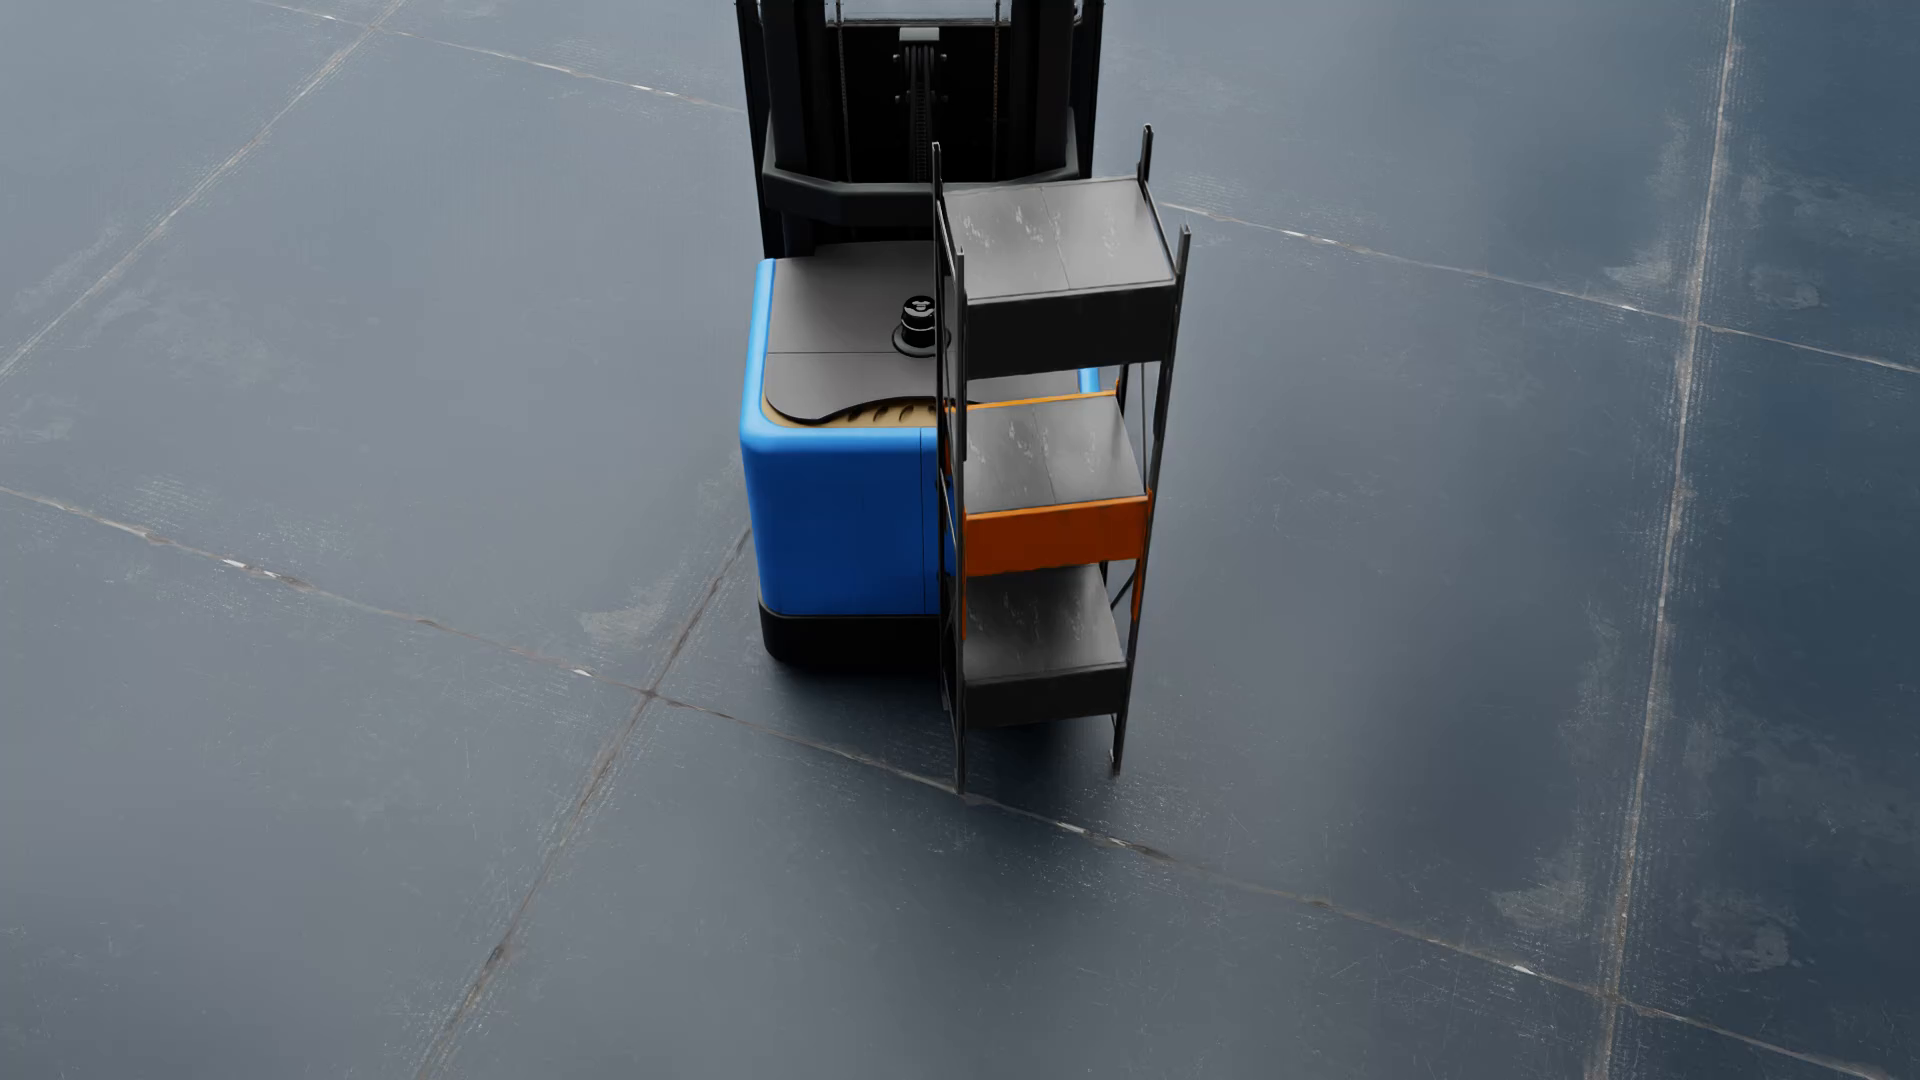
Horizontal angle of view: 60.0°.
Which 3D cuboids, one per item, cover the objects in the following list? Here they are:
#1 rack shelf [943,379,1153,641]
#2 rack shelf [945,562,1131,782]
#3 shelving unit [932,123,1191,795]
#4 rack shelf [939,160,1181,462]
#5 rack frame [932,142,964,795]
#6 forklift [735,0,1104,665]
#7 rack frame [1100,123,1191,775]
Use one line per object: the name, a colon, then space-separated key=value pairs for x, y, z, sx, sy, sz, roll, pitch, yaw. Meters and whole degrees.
rack shelf: x=0.215 y=-0.078 z=4.446 sx=0.480 sy=0.518 sz=0.431 roll=-6 pitch=49 yaw=-5
rack shelf: x=0.215 y=0.381 z=4.975 sx=0.480 sy=0.518 sz=0.431 roll=-6 pitch=49 yaw=-5
shelving unit: x=0.215 y=-0.086 z=4.435 sx=0.503 sy=2.100 sz=0.431 roll=-6 pitch=49 yaw=-5
rack shelf: x=0.215 y=-0.536 z=3.917 sx=0.480 sy=0.518 sz=0.431 roll=-6 pitch=49 yaw=-5
rack frame: x=-0.027 y=-0.060 z=4.412 sx=0.015 sy=2.100 sz=0.400 roll=-6 pitch=49 yaw=-5
forklift: x=-0.120 y=-1.661 z=5.250 sx=1.130 sy=2.935 sz=3.031 roll=0 pitch=49 yaw=0
rack frame: x=0.456 y=-0.113 z=4.459 sx=0.015 sy=2.100 sz=0.400 roll=-6 pitch=49 yaw=-5
